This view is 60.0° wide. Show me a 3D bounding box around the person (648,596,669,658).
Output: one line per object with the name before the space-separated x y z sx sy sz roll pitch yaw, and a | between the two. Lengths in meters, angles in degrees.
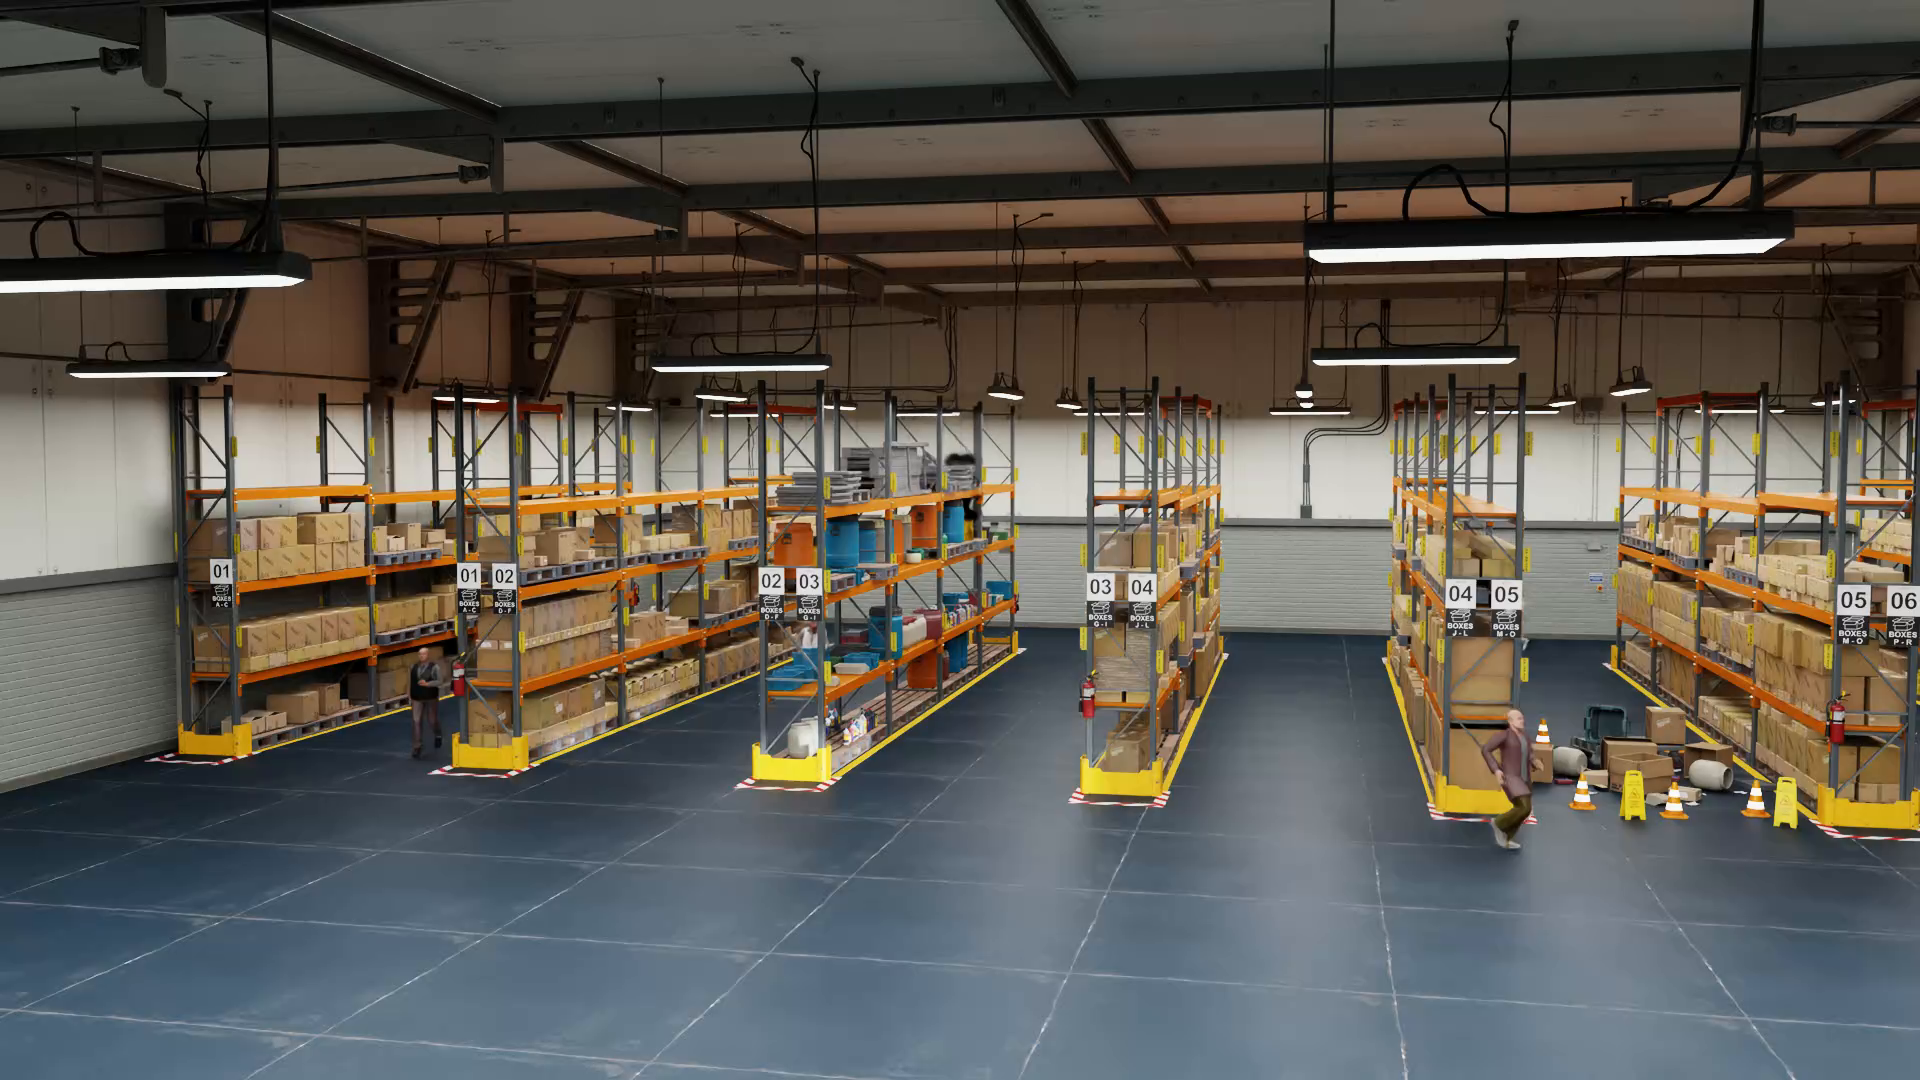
person | -6.705 2.066 36.780 0.659 1.742 0.599 1 3 9

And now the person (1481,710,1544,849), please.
person | 6.900 2.974 20.554 0.693 1.736 0.651 -2 4 -35

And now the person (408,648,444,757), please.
person | -8.672 2.596 26.994 0.654 1.714 0.965 0 3 2

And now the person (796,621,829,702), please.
person | -2.919 2.322 32.819 0.693 1.730 0.682 0 3 6

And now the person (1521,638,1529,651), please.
person | 13.230 1.990 39.596 0.720 1.606 0.555 0 3 -3
